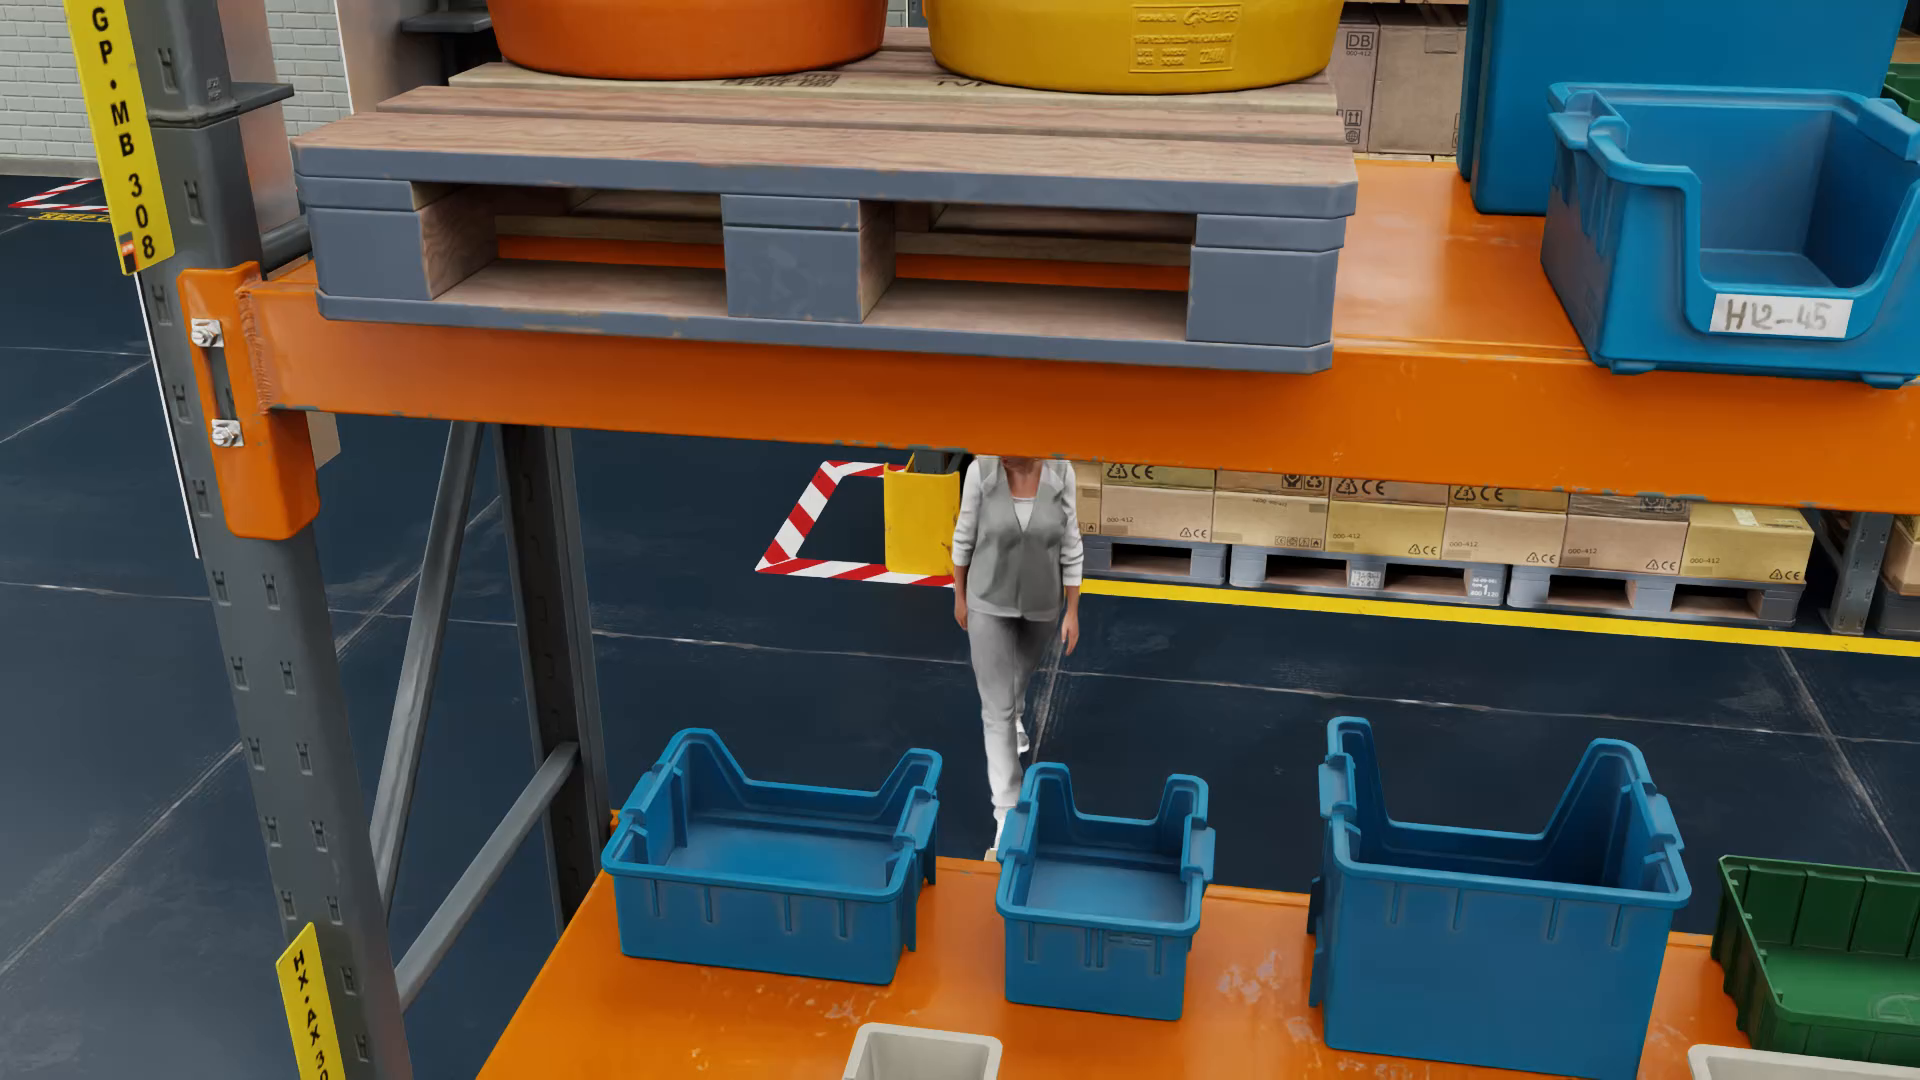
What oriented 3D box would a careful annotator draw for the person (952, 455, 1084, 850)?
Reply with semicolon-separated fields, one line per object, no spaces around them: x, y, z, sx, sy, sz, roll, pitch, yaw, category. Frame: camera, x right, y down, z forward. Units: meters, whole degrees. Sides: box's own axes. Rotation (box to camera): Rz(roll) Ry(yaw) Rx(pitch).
0.195;0.214;5.657;0.425;1.539;0.933;-5;26;-10;person
